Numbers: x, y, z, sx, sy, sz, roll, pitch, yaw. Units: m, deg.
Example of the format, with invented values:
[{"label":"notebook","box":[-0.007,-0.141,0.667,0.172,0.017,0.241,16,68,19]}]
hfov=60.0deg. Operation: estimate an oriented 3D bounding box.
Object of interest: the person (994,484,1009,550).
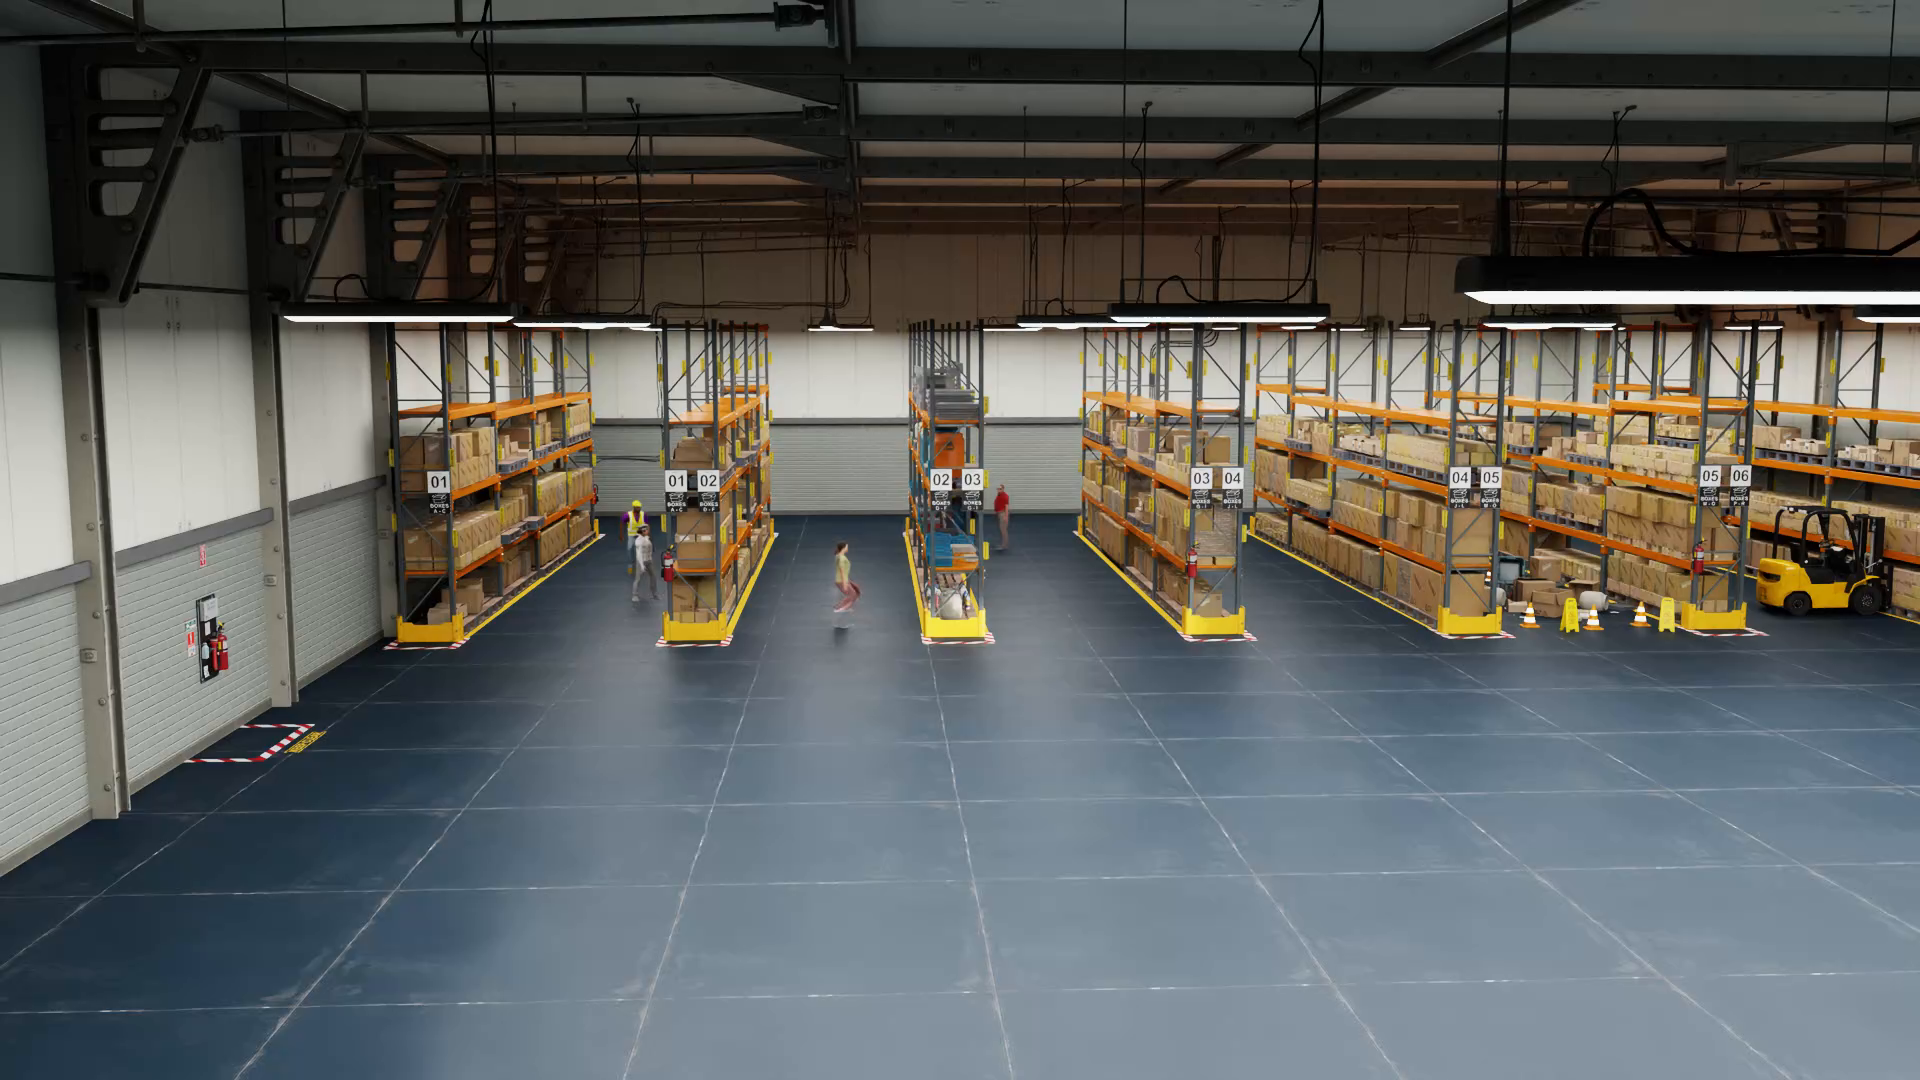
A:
[{"label":"person","box":[1.082,-0.628,44.433,0.399,1.731,0.620,-3,8,-23]}]

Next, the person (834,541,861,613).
[{"label":"person","box":[-2.215,0.739,32.572,0.525,1.458,0.567,0,7,-3]}]

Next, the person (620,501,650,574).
[{"label":"person","box":[-7.857,-0.088,40.245,0.780,1.738,1.003,0,7,-2]}]

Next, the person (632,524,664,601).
[{"label":"person","box":[-6.765,0.493,35.803,0.527,1.700,0.617,4,8,30]}]

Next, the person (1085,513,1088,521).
[{"label":"person","box":[4.010,-1.239,49.274,0.744,1.727,0.555,5,9,34]}]
